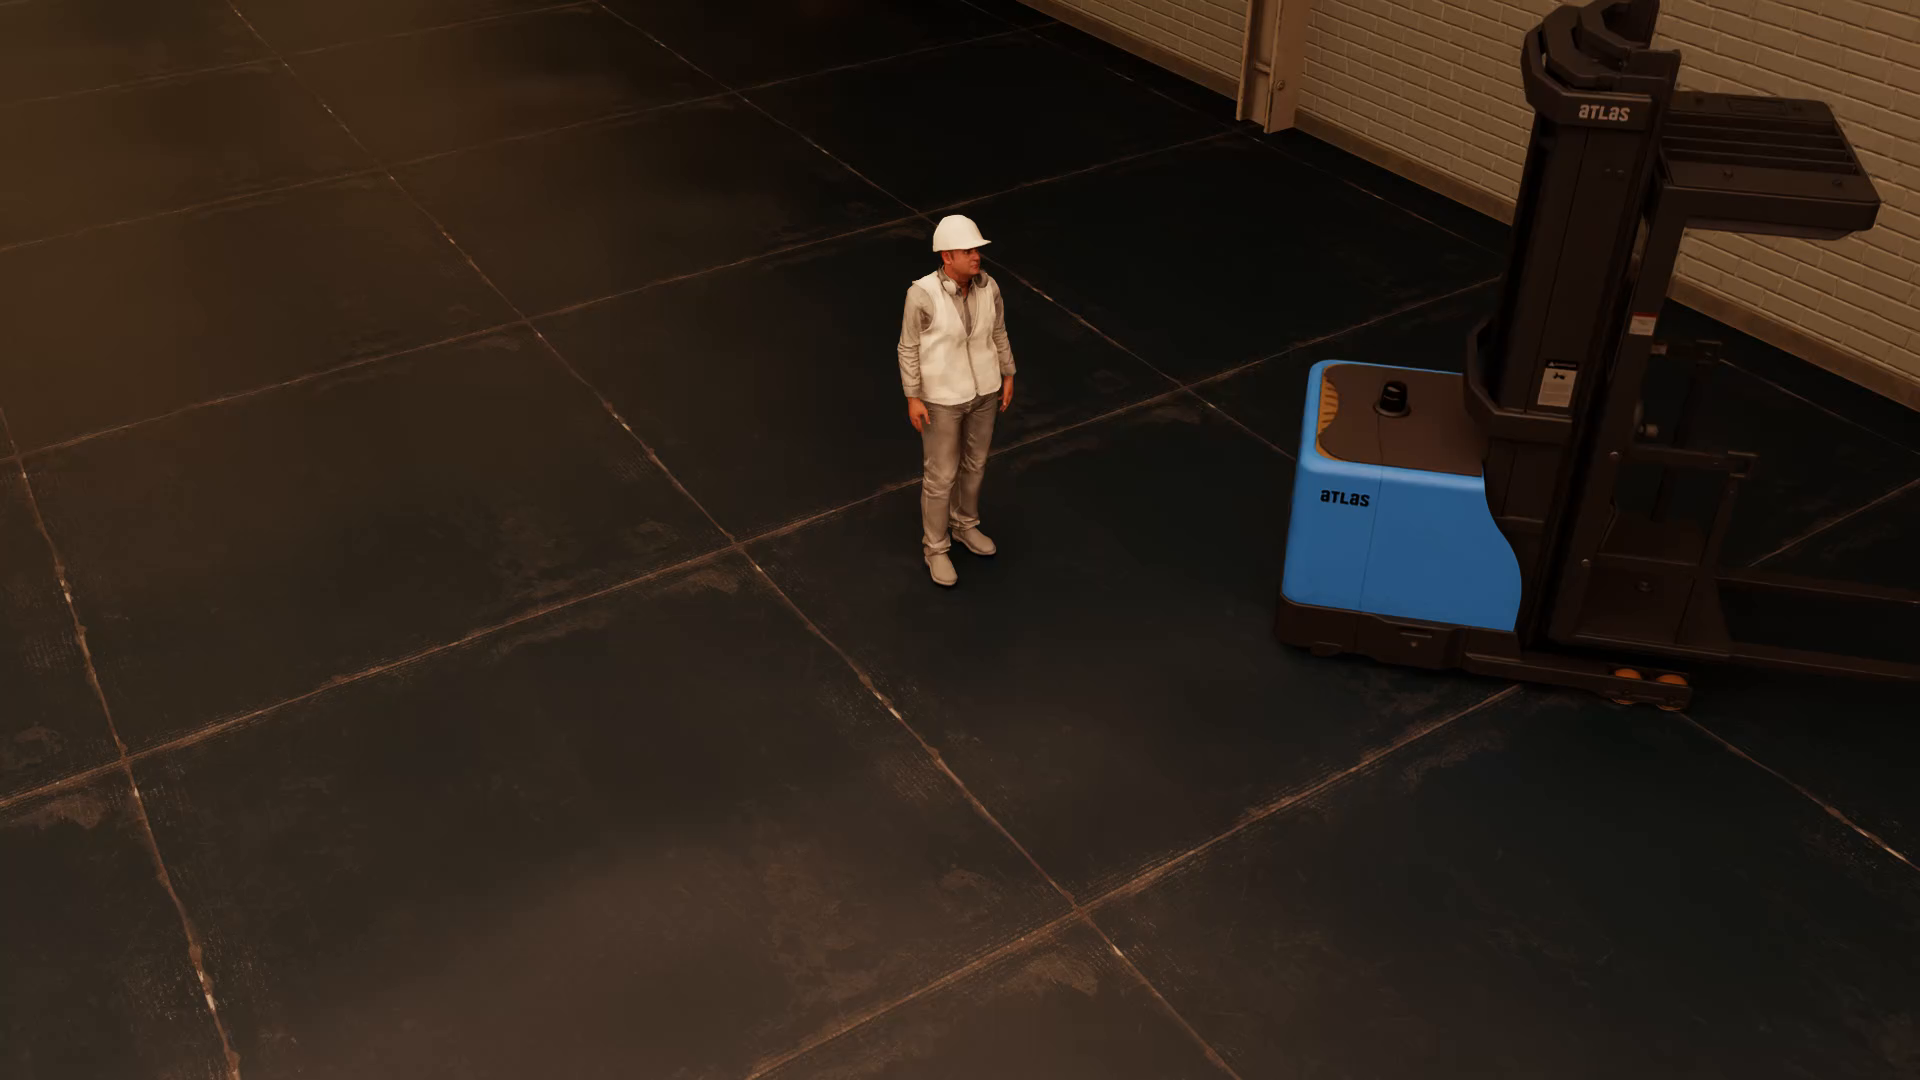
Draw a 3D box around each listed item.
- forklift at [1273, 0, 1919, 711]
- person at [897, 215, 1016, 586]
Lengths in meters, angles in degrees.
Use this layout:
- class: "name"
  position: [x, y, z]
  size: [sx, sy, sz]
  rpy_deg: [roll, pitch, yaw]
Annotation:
- class: "forklift"
  position: [3.071, -0.756, 7.224]
  size: [3.031, 2.935, 1.130]
  rpy_deg: [7, 36, 10]
- class: "person"
  position: [0.029, -0.699, 8.136]
  size: [0.634, 1.776, 0.565]
  rpy_deg: [-21, 40, -27]
